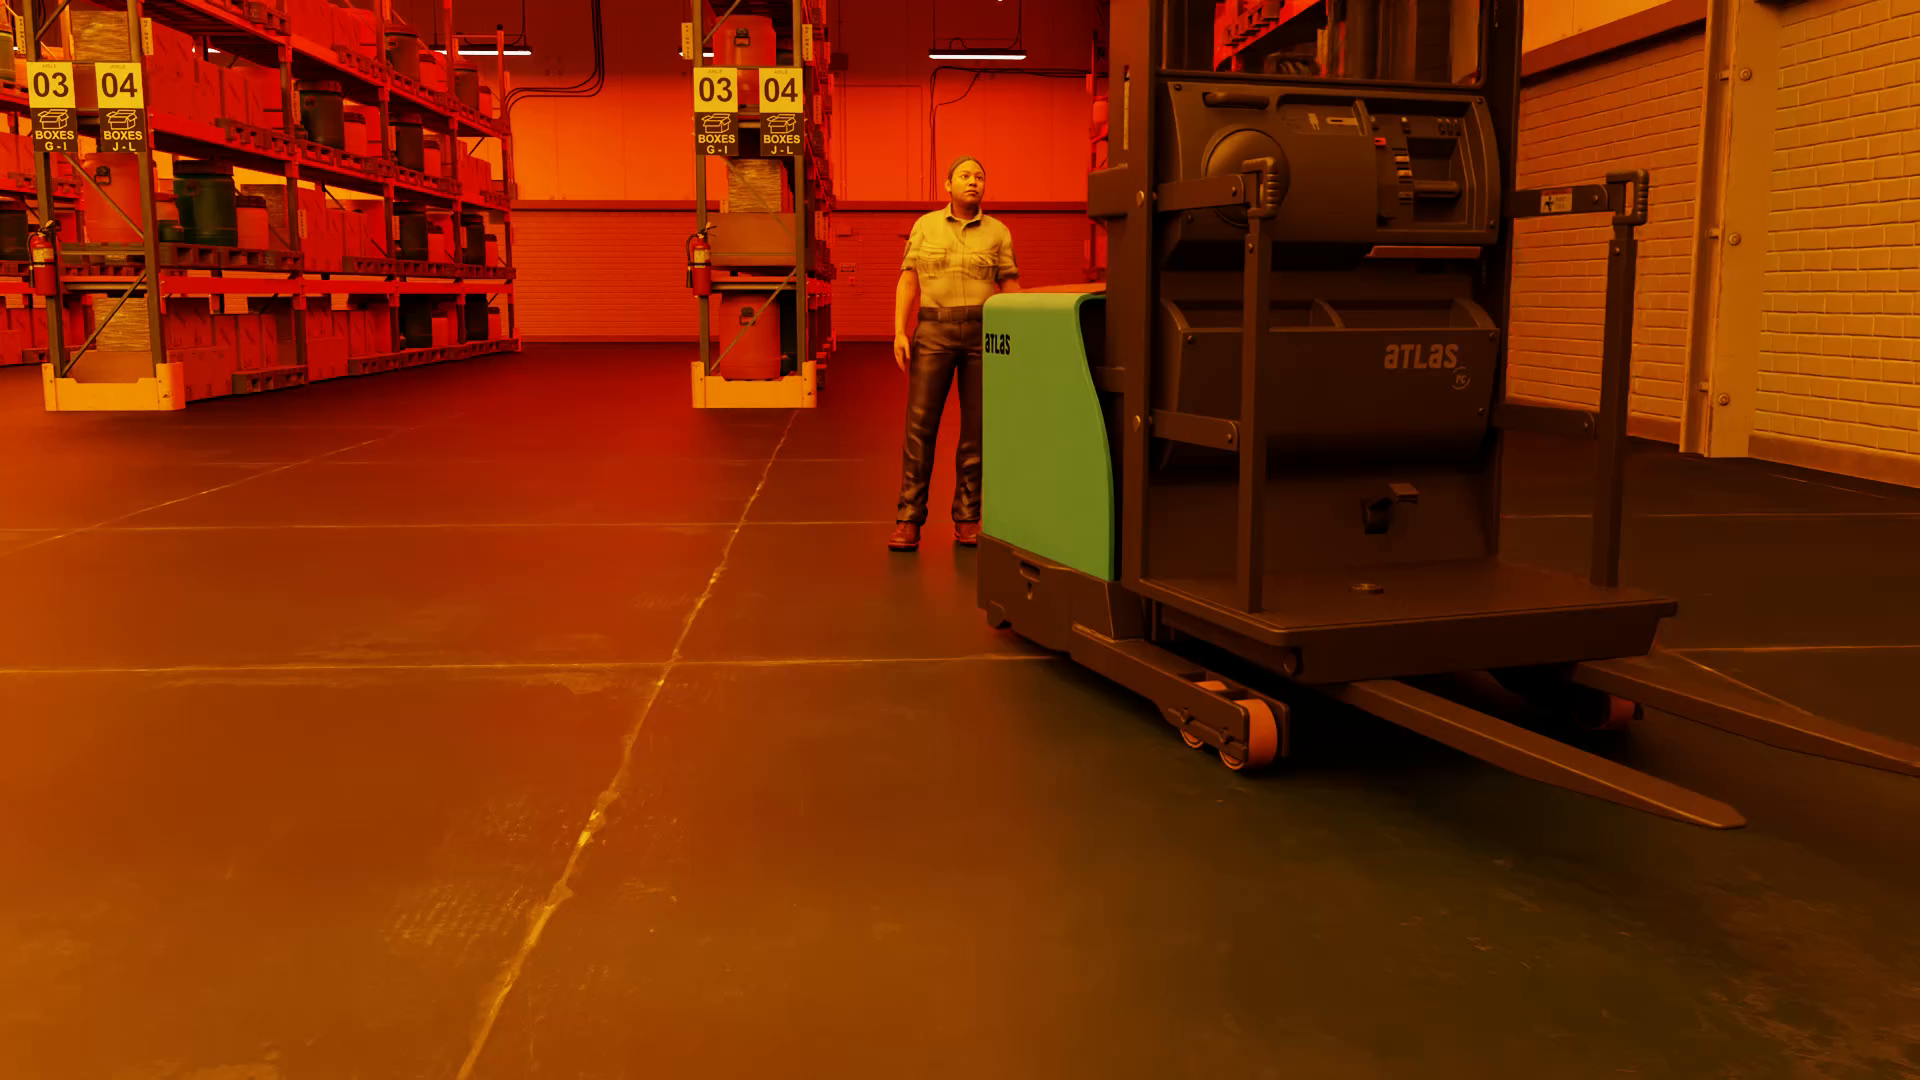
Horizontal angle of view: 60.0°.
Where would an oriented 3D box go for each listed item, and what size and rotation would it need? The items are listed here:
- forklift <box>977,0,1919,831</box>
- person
[{"bbox_3d":[1.029,-0.993,4.015,1.130,2.935,3.031,-3,9,-19],"label":"forklift"},{"bbox_3d":[-0.017,-0.805,7.099,0.599,1.642,0.503,-1,8,-4],"label":"person"}]
